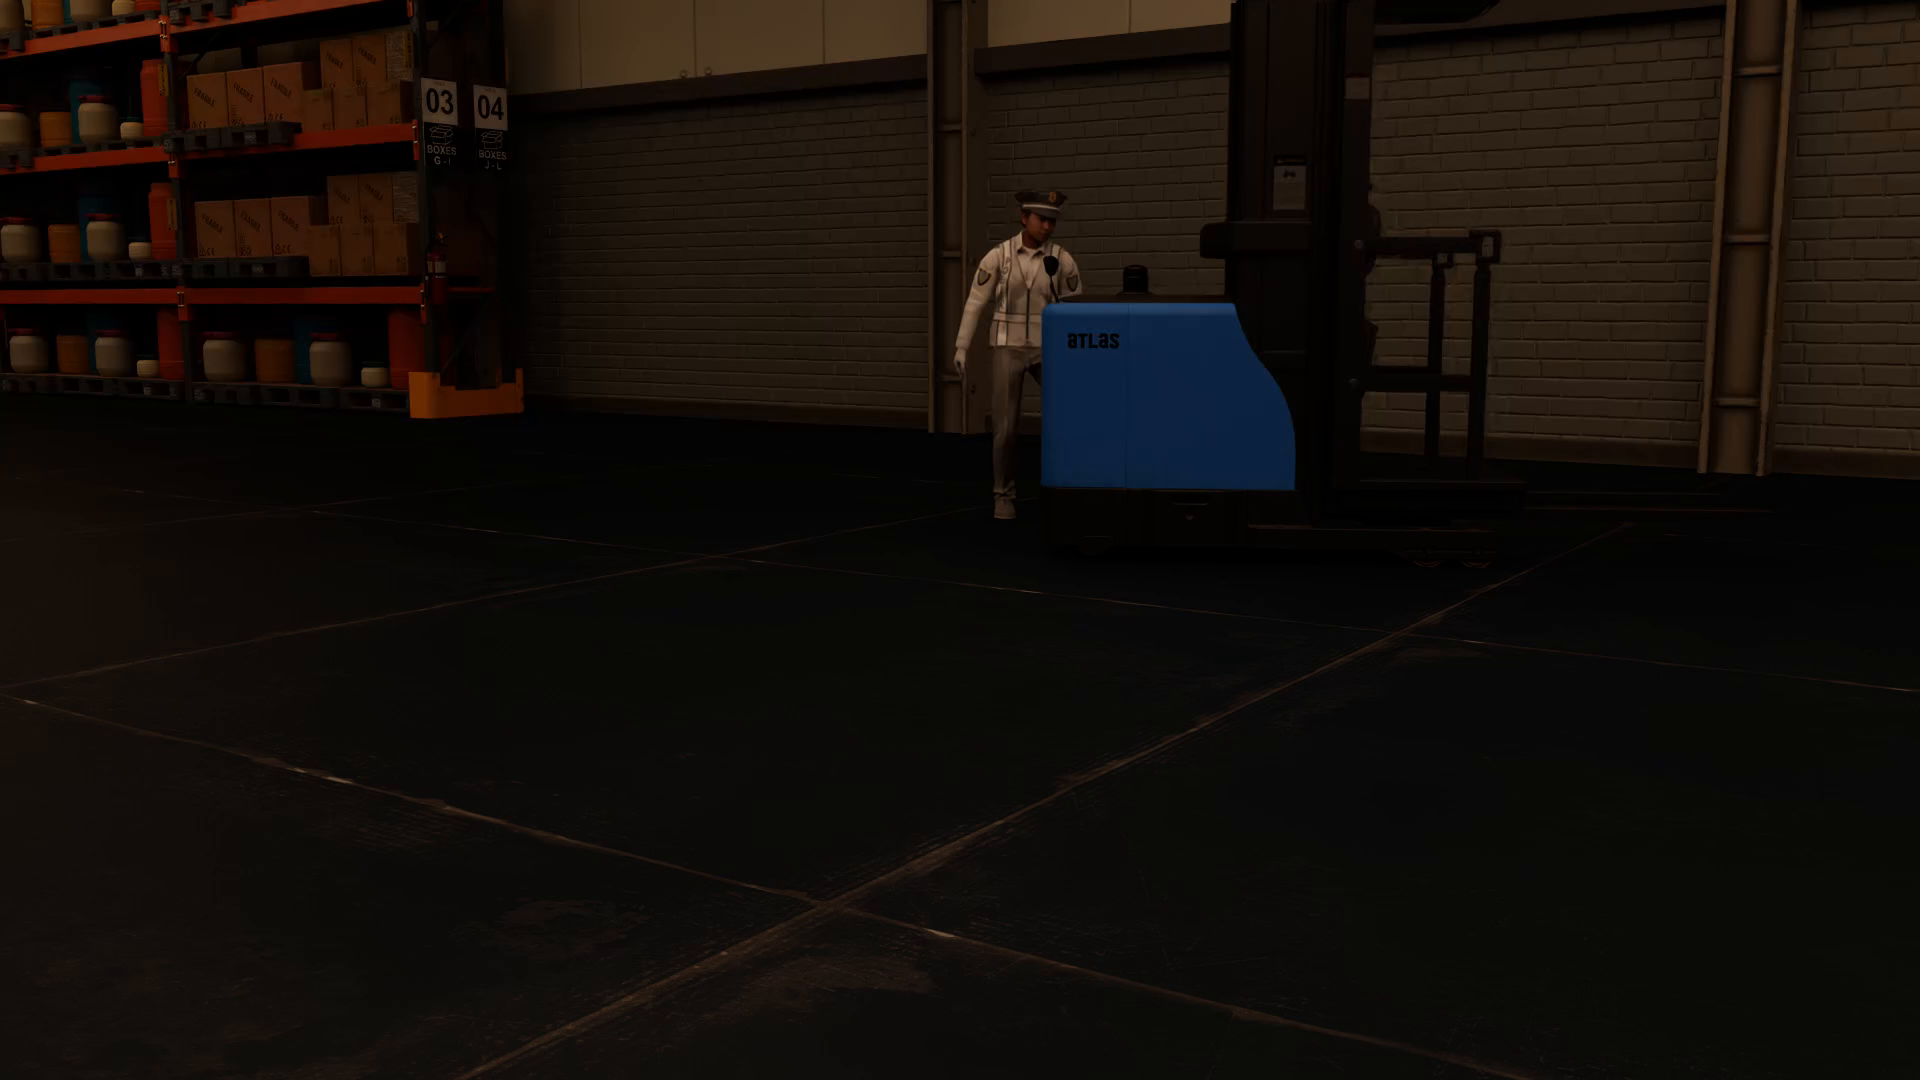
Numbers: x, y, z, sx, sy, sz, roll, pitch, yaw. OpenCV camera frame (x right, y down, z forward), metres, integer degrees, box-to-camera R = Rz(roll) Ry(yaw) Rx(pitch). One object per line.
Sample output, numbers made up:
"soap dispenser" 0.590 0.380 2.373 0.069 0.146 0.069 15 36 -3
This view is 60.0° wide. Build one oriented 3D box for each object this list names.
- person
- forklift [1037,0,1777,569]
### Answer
"person" 0.370 -0.916 8.320 0.800 1.638 0.403 0 8 -2
"forklift" 1.879 -1.412 7.125 3.031 2.935 1.130 1 8 6
